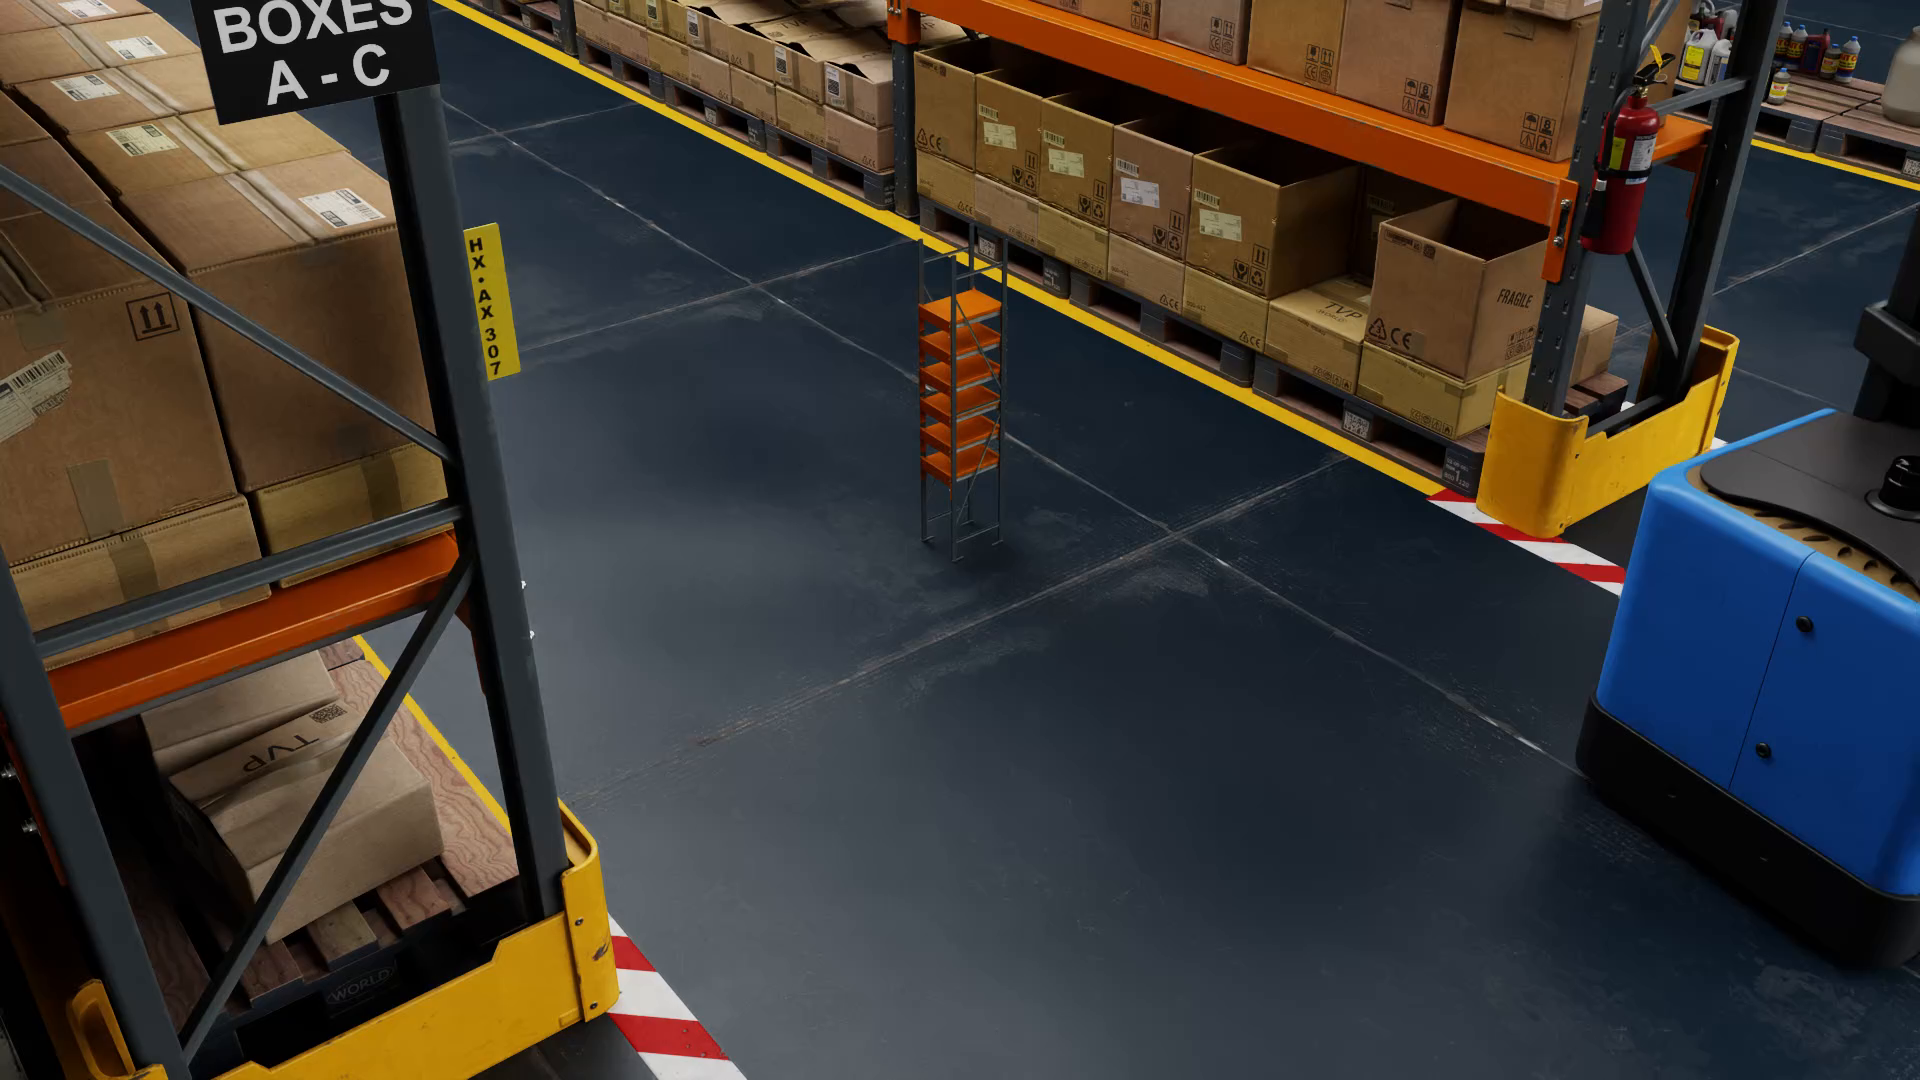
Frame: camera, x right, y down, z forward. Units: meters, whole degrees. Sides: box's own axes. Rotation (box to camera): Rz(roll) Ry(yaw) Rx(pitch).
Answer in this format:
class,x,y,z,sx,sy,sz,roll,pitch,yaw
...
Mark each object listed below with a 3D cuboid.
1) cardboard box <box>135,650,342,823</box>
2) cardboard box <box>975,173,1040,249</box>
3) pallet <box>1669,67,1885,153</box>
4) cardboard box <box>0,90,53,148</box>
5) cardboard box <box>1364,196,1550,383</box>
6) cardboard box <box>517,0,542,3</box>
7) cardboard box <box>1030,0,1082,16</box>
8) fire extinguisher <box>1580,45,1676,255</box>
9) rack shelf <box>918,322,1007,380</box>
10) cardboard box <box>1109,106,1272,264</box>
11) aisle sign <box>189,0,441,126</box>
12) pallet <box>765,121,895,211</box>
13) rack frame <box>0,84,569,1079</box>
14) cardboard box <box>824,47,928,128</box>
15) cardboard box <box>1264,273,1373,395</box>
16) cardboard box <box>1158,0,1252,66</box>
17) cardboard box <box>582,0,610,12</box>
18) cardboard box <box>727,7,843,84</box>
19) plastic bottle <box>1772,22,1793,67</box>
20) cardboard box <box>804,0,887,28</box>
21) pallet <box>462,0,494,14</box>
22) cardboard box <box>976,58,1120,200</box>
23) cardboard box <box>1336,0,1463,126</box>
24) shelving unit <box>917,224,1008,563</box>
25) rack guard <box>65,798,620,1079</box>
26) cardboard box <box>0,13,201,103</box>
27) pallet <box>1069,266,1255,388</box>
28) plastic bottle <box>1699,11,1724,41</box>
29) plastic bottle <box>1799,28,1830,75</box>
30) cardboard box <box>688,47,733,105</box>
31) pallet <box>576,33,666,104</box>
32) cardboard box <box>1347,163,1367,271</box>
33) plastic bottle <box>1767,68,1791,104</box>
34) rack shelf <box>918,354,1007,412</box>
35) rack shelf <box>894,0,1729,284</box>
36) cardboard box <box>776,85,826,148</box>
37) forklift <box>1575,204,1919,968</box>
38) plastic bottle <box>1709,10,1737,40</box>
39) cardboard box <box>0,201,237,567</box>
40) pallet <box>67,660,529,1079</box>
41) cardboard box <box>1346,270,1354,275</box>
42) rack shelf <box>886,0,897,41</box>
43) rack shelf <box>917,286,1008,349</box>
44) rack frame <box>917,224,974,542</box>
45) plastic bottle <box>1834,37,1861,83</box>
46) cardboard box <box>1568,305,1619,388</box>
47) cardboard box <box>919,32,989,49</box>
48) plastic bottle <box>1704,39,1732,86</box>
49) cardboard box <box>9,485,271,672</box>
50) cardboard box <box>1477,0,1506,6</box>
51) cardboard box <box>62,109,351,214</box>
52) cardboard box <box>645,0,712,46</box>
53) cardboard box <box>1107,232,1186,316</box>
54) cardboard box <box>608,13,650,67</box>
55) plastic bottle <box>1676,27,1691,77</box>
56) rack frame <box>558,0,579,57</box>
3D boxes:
class,x,y,z,sx,sy,sz,roll,pitch,yaw
cardboard box,-2.085,0.470,4.781,0.500,0.311,0.500,-19,37,-28
cardboard box,0.423,-1.710,8.369,0.500,0.250,0.500,-22,38,-31
pallet,5.121,-2.816,10.583,1.003,0.211,1.213,-22,38,-31
cardboard box,-2.461,-0.748,4.024,0.500,0.500,0.500,-23,39,-33
cardboard box,1.964,-0.990,6.499,0.500,0.500,0.500,-22,38,-31
cardboard box,-3.137,-4.307,12.294,0.500,0.500,0.500,-21,37,-30
cardboard box,0.681,-2.843,7.890,0.700,0.500,0.500,-23,38,-32
fire extinguisher,2.234,-1.302,5.577,0.296,0.674,0.183,-22,38,-31
rack shelf,0.009,-0.670,5.821,0.258,0.103,0.180,-22,38,-31
cardboard box,1.034,-1.611,7.499,0.500,0.500,0.500,-22,38,-31
aisle sign,-1.101,-1.102,2.717,0.394,0.787,0.004,-22,38,-31
pallet,-0.407,-2.311,9.771,1.003,0.211,1.213,-22,38,-31
rack frame,-1.383,0.070,3.294,1.000,3.000,0.127,-22,38,-31
cardboard box,-0.400,-2.526,9.151,0.500,0.311,0.500,-22,38,-31
cardboard box,1.650,-0.877,7.027,0.500,0.250,0.500,-22,38,-31
cardboard box,1.300,-2.420,7.208,0.700,0.500,0.500,-21,38,-30
cardboard box,-2.288,-3.804,11.208,0.500,0.311,0.500,-21,37,-30
cardboard box,-1.028,-2.950,9.833,0.500,0.311,0.500,-22,38,-32
plastic bottle,5.306,-3.204,10.735,0.097,0.271,0.097,0,32,0
cardboard box,-0.603,-3.128,10.121,0.500,0.311,0.500,-24,39,-33
pallet,-3.550,-4.515,13.320,1.003,0.211,1.213,-22,38,-31
cardboard box,0.425,-2.030,8.173,0.500,0.500,0.500,-22,38,-31
cardboard box,1.926,-1.993,6.521,0.700,0.500,0.500,-21,38,-30
shelving unit,0.009,-0.504,5.924,0.258,1.200,0.189,-22,38,-31
rack guard,-1.429,1.100,4.005,1.175,0.500,0.348,-22,38,-31
cardboard box,-2.371,-1.128,4.635,0.500,0.500,0.500,-21,38,-30
pallet,1.282,-1.163,7.923,1.003,0.211,1.213,-22,38,-31
plastic bottle,4.941,-3.342,10.945,0.061,0.283,0.133,-22,38,-31
plastic bottle,5.453,-3.125,10.596,0.061,0.283,0.133,-22,38,-31
cardboard box,-1.342,-2.928,10.329,0.500,0.250,0.500,-21,38,-30
pallet,-1.904,-3.328,11.409,1.003,0.211,1.213,-22,38,-31
cardboard box,1.750,-1.571,7.433,0.500,0.500,0.500,-22,38,-31
plastic bottle,4.971,-2.757,10.081,0.097,0.201,0.097,0,32,0
rack shelf,0.009,-0.568,5.884,0.258,0.103,0.180,-22,38,-31
rack shelf,1.302,-2.062,7.409,1.077,0.370,4.000,-22,38,-31
cardboard box,-0.717,-2.502,9.644,0.500,0.250,0.500,-23,39,-32
forklift,3.390,-0.699,4.597,3.031,2.935,1.130,-18,36,-26
plastic bottle,5.025,-3.374,11.003,0.152,0.276,0.135,-22,38,-31
cardboard box,-1.840,-0.321,3.336,0.500,0.500,0.500,-23,38,-32
pallet,-1.899,0.873,4.645,1.003,0.211,1.213,-22,38,-31
cardboard box,1.759,-1.256,7.637,0.500,0.250,0.500,-22,38,-31
rack shelf,-1.151,-3.729,10.093,1.077,0.370,4.000,-22,38,-31
rack shelf,0.009,-0.772,5.757,0.258,0.103,0.180,-22,38,-31
rack frame,-0.047,-0.542,5.985,0.240,1.200,0.006,-22,38,-31
plastic bottle,5.578,-3.020,10.438,0.097,0.271,0.097,0,32,0
cardboard box,2.375,-0.840,6.968,0.500,0.250,0.500,-22,38,-31
cardboard box,0.019,-2.703,9.435,0.500,0.311,0.500,-22,38,-31
plastic bottle,4.753,-2.961,10.338,0.152,0.276,0.135,-23,39,-33
cardboard box,-1.822,-0.007,3.541,0.500,0.250,0.500,-22,38,-31
cardboard box,1.982,-2.059,6.012,0.380,0.149,0.250,-21,38,-30
cardboard box,-1.733,-0.699,3.945,0.500,0.500,0.500,-22,38,-31
cardboard box,-1.649,-3.374,10.516,0.500,0.311,0.500,-23,39,-33
cardboard box,1.037,-1.294,7.698,0.500,0.250,0.500,-22,38,-31
cardboard box,-1.979,-3.356,11.019,0.500,0.250,0.500,-23,39,-33
plastic bottle,4.534,-3.138,10.552,0.144,0.351,0.185,-23,38,-32
rack frame,-2.378,-4.868,11.246,1.000,3.000,0.127,-22,38,-31
